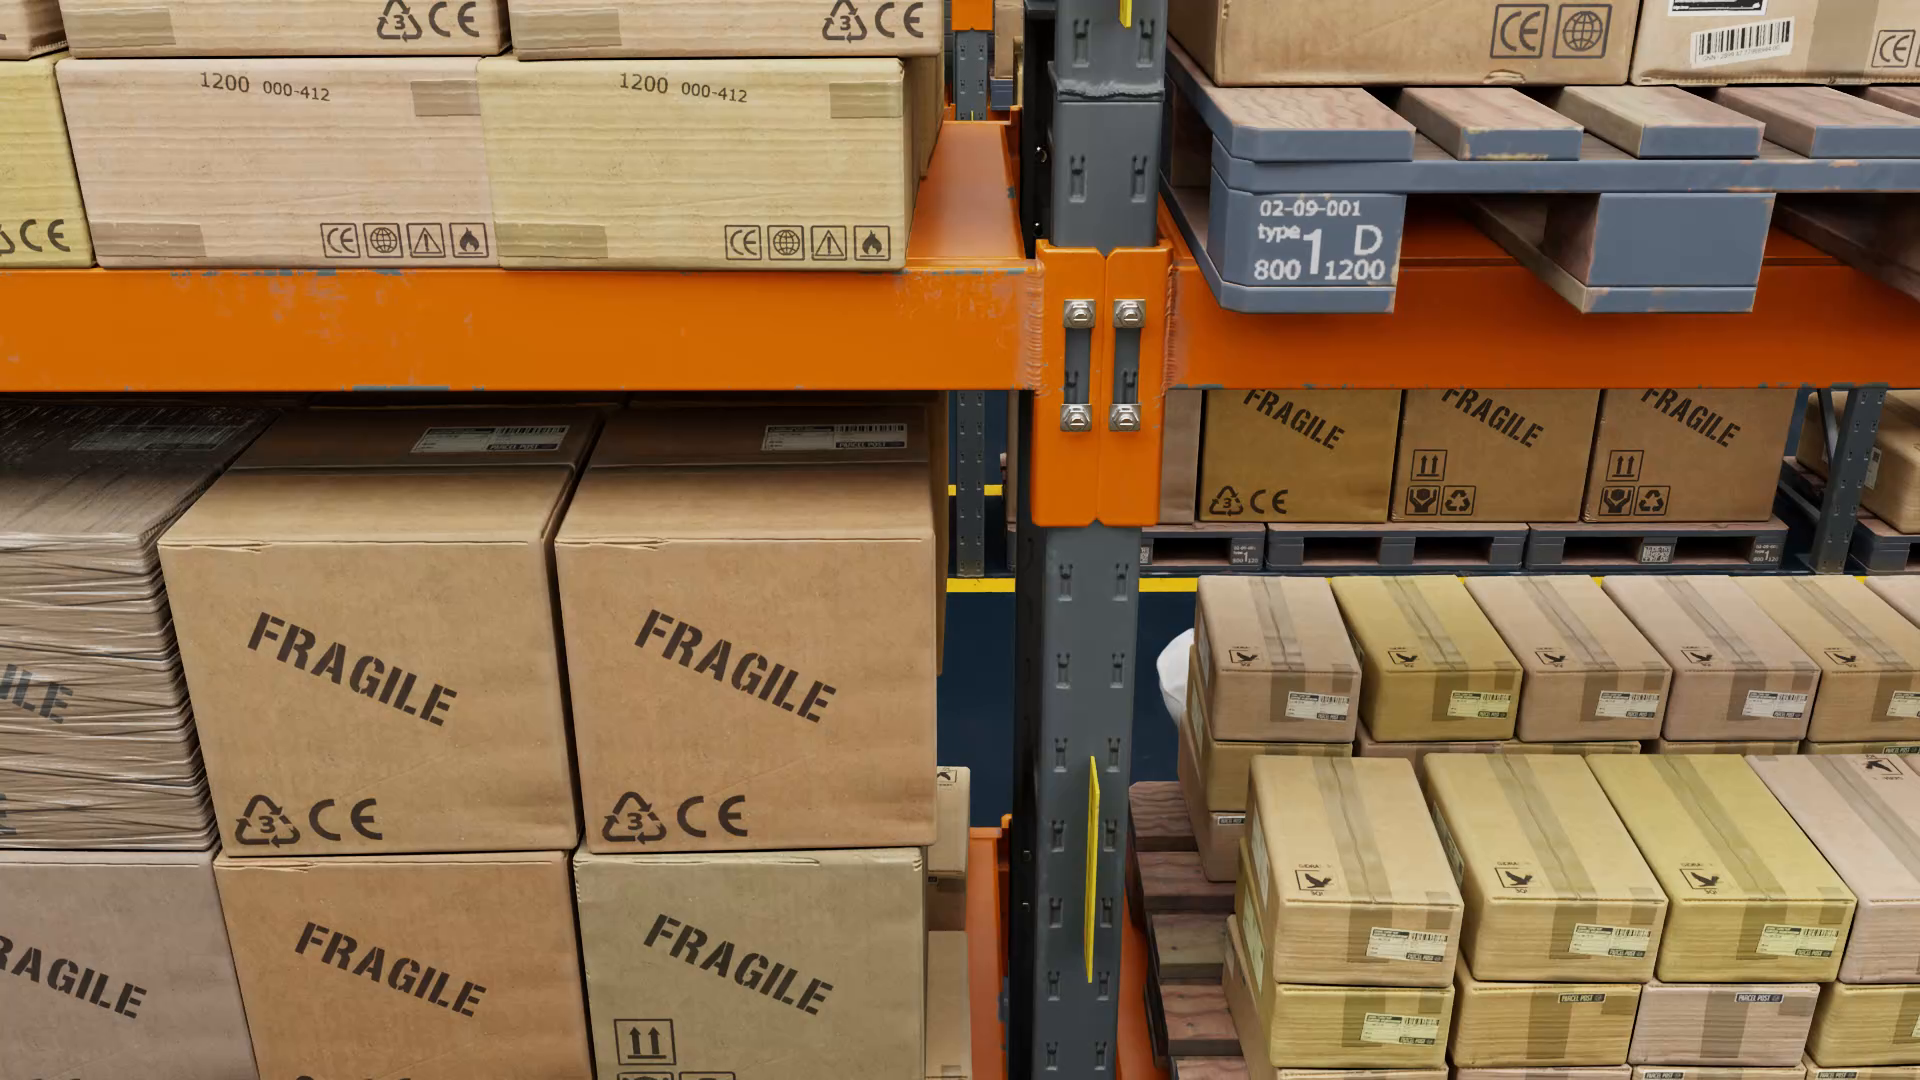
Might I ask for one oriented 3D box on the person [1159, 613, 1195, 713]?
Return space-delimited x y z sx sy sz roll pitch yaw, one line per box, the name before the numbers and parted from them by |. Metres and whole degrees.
person | 1.098 0.660 5.582 0.878 0.889 0.461 -1 24 -3
